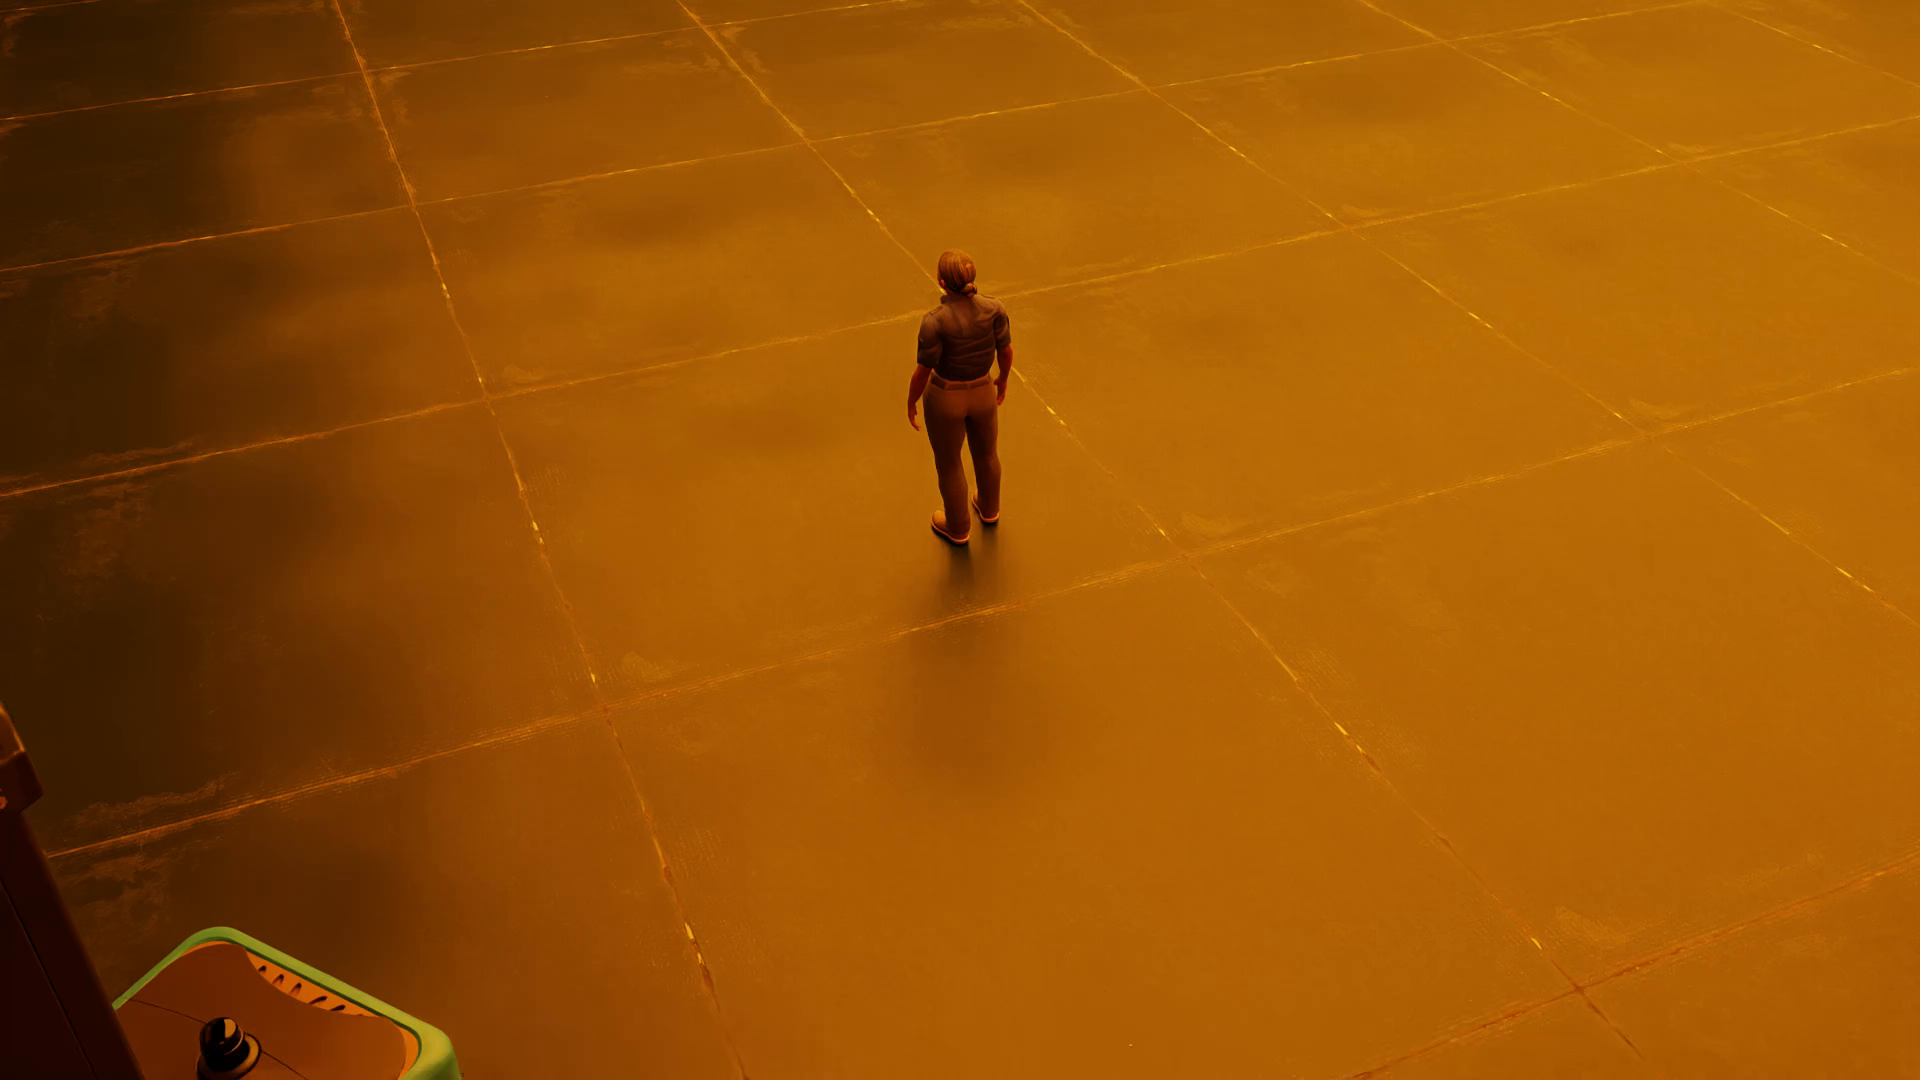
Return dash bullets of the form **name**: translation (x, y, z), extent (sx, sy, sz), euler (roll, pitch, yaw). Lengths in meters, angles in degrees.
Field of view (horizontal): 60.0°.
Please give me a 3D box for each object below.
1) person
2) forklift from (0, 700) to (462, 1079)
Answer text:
- **person**: translation (-0.016, -0.731, 8.216), extent (0.569, 1.654, 0.504), euler (-14, 38, -19)
- **forklift**: translation (-2.568, 1.737, 3.656), extent (1.130, 2.935, 3.031), euler (17, 39, 22)
